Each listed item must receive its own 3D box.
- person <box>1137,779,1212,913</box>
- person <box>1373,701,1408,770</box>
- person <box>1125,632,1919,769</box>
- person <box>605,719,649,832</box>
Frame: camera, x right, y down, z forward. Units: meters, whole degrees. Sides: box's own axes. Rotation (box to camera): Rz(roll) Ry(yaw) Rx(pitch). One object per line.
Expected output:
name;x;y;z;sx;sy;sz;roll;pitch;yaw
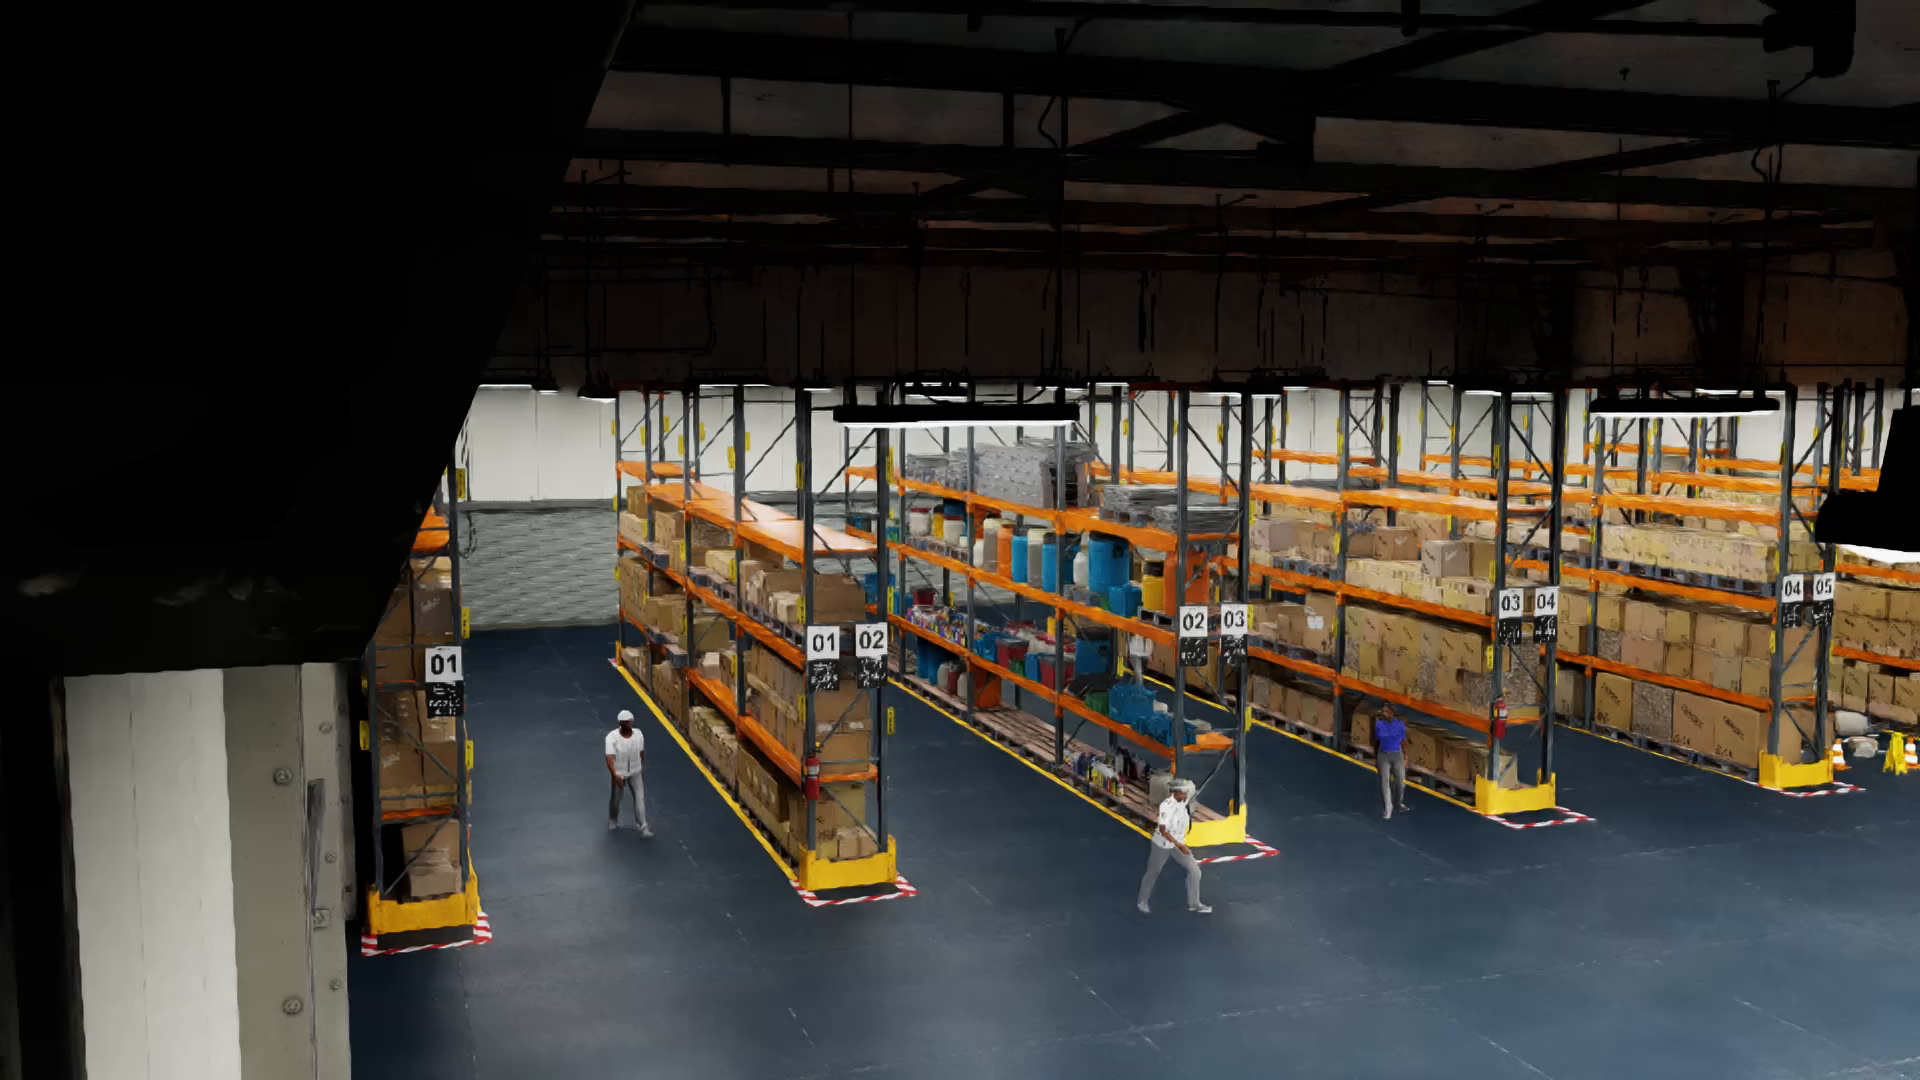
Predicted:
person;2.446;3.503;19.160;0.612;1.615;0.776;-5;8;-39
person;6.015;2.747;23.196;0.482;1.002;0.250;2;6;17
person;4.166;1.081;21.320;23.950;6.000;20.361;-2;6;-21
person;-4.527;3.101;22.404;0.571;1.617;0.852;-3;7;-27
